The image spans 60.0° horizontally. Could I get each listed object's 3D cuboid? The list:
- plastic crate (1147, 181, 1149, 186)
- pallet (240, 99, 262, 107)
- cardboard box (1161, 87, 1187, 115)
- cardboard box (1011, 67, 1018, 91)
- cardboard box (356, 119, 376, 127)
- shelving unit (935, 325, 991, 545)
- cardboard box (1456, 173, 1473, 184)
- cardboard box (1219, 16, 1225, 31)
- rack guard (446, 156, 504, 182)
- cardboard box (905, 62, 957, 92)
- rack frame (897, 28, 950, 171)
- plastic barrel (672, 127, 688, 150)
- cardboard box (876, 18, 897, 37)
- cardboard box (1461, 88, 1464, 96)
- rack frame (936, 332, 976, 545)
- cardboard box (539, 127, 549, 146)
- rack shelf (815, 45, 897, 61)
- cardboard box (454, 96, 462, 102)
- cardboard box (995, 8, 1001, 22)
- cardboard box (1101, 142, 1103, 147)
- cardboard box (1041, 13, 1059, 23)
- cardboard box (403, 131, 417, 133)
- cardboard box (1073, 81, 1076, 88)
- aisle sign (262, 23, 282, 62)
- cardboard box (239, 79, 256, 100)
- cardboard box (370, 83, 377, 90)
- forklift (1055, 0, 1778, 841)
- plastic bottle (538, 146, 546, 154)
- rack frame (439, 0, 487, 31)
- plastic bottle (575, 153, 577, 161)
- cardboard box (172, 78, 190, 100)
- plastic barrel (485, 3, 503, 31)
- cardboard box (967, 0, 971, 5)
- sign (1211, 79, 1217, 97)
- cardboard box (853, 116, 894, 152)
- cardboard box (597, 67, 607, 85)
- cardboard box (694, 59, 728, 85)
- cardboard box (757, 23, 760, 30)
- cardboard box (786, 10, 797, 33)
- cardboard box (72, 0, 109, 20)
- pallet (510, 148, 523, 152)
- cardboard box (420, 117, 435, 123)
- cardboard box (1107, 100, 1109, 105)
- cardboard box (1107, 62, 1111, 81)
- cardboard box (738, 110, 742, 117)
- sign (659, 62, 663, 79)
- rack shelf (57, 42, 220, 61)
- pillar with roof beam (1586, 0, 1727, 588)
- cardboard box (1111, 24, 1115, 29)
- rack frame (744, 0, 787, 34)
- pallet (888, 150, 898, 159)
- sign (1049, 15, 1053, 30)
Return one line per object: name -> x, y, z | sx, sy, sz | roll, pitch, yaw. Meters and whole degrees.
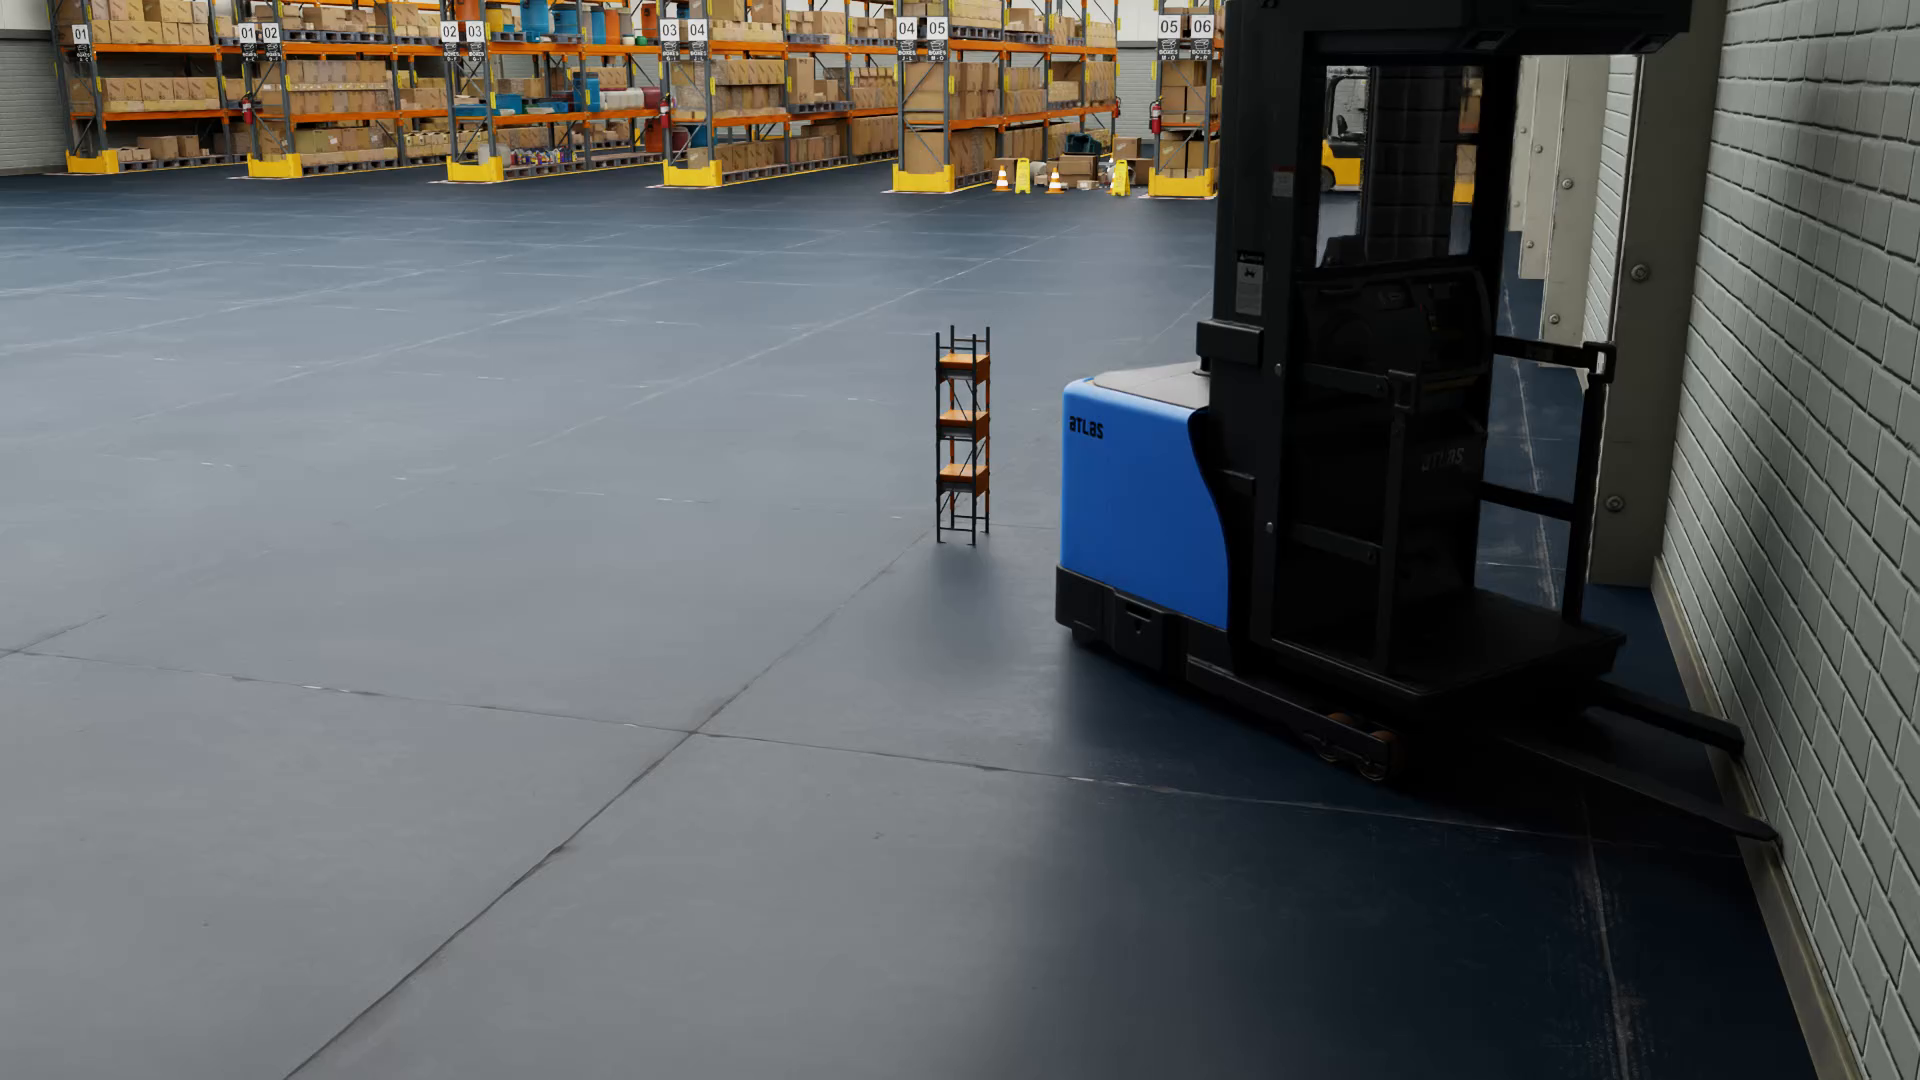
plastic crate -> 3.986, -7.132, 33.326 | 0.402, 0.080, 0.583 | -1, 16, -3
pallet -> -17.917, -11.237, 42.803 | 1.003, 0.211, 1.213 | 5, 16, 16
cardboard box -> 3.972, -8.192, 30.984 | 0.500, 0.500, 0.500 | 4, 16, 15
cardboard box -> 0.868, -10.167, 36.663 | 0.700, 0.500, 0.500 | 5, 17, 16
cardboard box -> -16.804, -11.429, 46.298 | 0.750, 0.750, 0.750 | 5, 16, 16
shelving unit -> 0.015, -0.519, 8.235 | 0.215, 1.050, 0.252 | 5, 16, 16
cardboard box -> 9.169, -6.446, 29.826 | 0.500, 0.250, 0.500 | 5, 16, 16
cardboard box -> 4.633, -9.593, 30.886 | 0.500, 0.250, 0.500 | 4, 16, 15
rack guard -> -10.192, -7.810, 34.950 | 1.175, 0.500, 0.348 | 5, 16, 16
cardboard box -> -0.550, -8.880, 31.886 | 0.875, 0.550, 0.550 | 5, 16, 16
rack frame -> -0.693, -8.194, 31.722 | 1.000, 3.000, 0.127 | 5, 16, 16
plastic barrel -> -7.451, -10.549, 43.674 | 0.600, 0.588, 0.708 | 5, 16, 16
cardboard box -> -1.845, -13.696, 44.485 | 0.700, 0.500, 0.500 | 4, 16, 13
cardboard box -> 8.848, -8.058, 29.869 | 0.380, 0.149, 0.250 | 5, 17, 17
rack frame -> -0.019, -0.487, 8.123 | 0.200, 1.050, 0.008 | 5, 16, 16
cardboard box -> -11.663, -11.112, 45.784 | 0.500, 0.500, 0.500 | 5, 17, 17
rack shelf -> -2.578, -12.319, 42.084 | 1.077, 0.370, 4.000 | 5, 16, 16
cardboard box -> -13.083, -11.206, 42.503 | 0.500, 0.311, 0.500 | 4, 16, 15
cardboard box -> 0.550, -10.856, 34.387 | 0.500, 0.250, 0.500 | 4, 16, 15
cardboard box -> 3.701, -10.782, 45.301 | 0.380, 0.149, 0.250 | 4, 16, 13
cardboard box -> 2.141, -12.436, 39.594 | 0.396, 0.266, 0.258 | 5, 16, 16
cardboard box -> -13.653, -9.965, 41.208 | 0.500, 0.311, 0.500 | 5, 16, 16
cardboard box -> 2.715, -11.511, 42.015 | 0.380, 0.149, 0.250 | 4, 16, 14
aisle sign -> -14.641, -10.584, 35.384 | 0.394, 0.787, 0.004 | 5, 16, 16
cardboard box -> -18.187, -11.340, 41.824 | 0.700, 0.500, 0.500 | 6, 17, 22
cardboard box -> -13.796, -10.560, 38.692 | 0.380, 0.149, 0.250 | 4, 16, 14
forklift -> 1.645, -0.759, 5.635 | 1.130, 2.935, 3.031 | -11, 19, -33
plastic bottle -> -9.521, -8.783, 37.846 | 0.144, 0.351, 0.185 | 5, 16, 16
rack frame -> -10.168, -11.876, 33.707 | 1.000, 3.000, 0.127 | 5, 16, 16
plastic bottle -> -8.836, -8.782, 38.117 | 0.097, 0.201, 0.097 | 0, 16, 0
cardboard box -> -18.658, -10.693, 39.395 | 0.500, 0.500, 0.500 | 4, 16, 14
plastic barrel -> -9.966, -11.033, 35.120 | 0.600, 0.588, 0.600 | 0, 16, 0
cardboard box -> -0.003, -10.479, 32.326 | 0.380, 0.149, 0.250 | 4, 16, 15
sign -> 4.602, -8.211, 30.196 | 0.100, 0.325, 0.005 | 5, 16, 16
cardboard box -> -2.425, -10.522, 43.053 | 1.225, 0.875, 0.875 | 4, 16, 14
cardboard box -> -10.664, -13.549, 48.586 | 0.500, 0.500, 0.500 | 5, 17, 18
cardboard box -> -5.002, -9.400, 33.414 | 0.500, 0.500, 0.500 | 5, 16, 16
cardboard box -> -4.448, -10.836, 35.083 | 0.380, 0.149, 0.250 | 5, 17, 18
cardboard box -> -4.054, -11.462, 36.787 | 0.797, 0.503, 0.637 | 4, 16, 13
cardboard box -> -19.325, -11.822, 36.961 | 0.500, 0.500, 0.500 | 3, 16, 12
pallet -> -12.394, -10.318, 44.321 | 1.003, 0.211, 1.213 | 5, 16, 16
cardboard box -> -15.955, -12.581, 49.810 | 0.380, 0.149, 0.250 | 4, 16, 14
cardboard box -> 3.869, -12.023, 45.682 | 0.380, 0.149, 0.250 | 4, 16, 15
cardboard box -> 3.819, -12.781, 45.332 | 0.500, 0.500, 0.500 | 4, 16, 14
cardboard box -> -4.761, -8.868, 34.559 | 0.380, 0.149, 0.250 | 5, 16, 16
sign -> -5.946, -9.363, 33.141 | 0.100, 0.325, 0.005 | 5, 16, 16
rack shelf -> -19.098, -11.378, 38.768 | 1.077, 0.370, 4.000 | 5, 16, 16
pillar with roof beam -> -1.044, -4.506, 7.726 | 9.100, 9.000, 0.400 | 5, 16, 16
cardboard box -> 4.041, -14.074, 45.582 | 0.380, 0.149, 0.250 | 4, 16, 15
rack frame -> -4.283, -12.538, 36.043 | 1.000, 3.000, 0.127 | 5, 16, 16
pallet -> -2.156, -10.196, 43.889 | 1.003, 0.211, 1.213 | 5, 16, 16
sign -> 2.110, -11.972, 38.452 | 0.100, 0.325, 0.005 | 5, 16, 16
